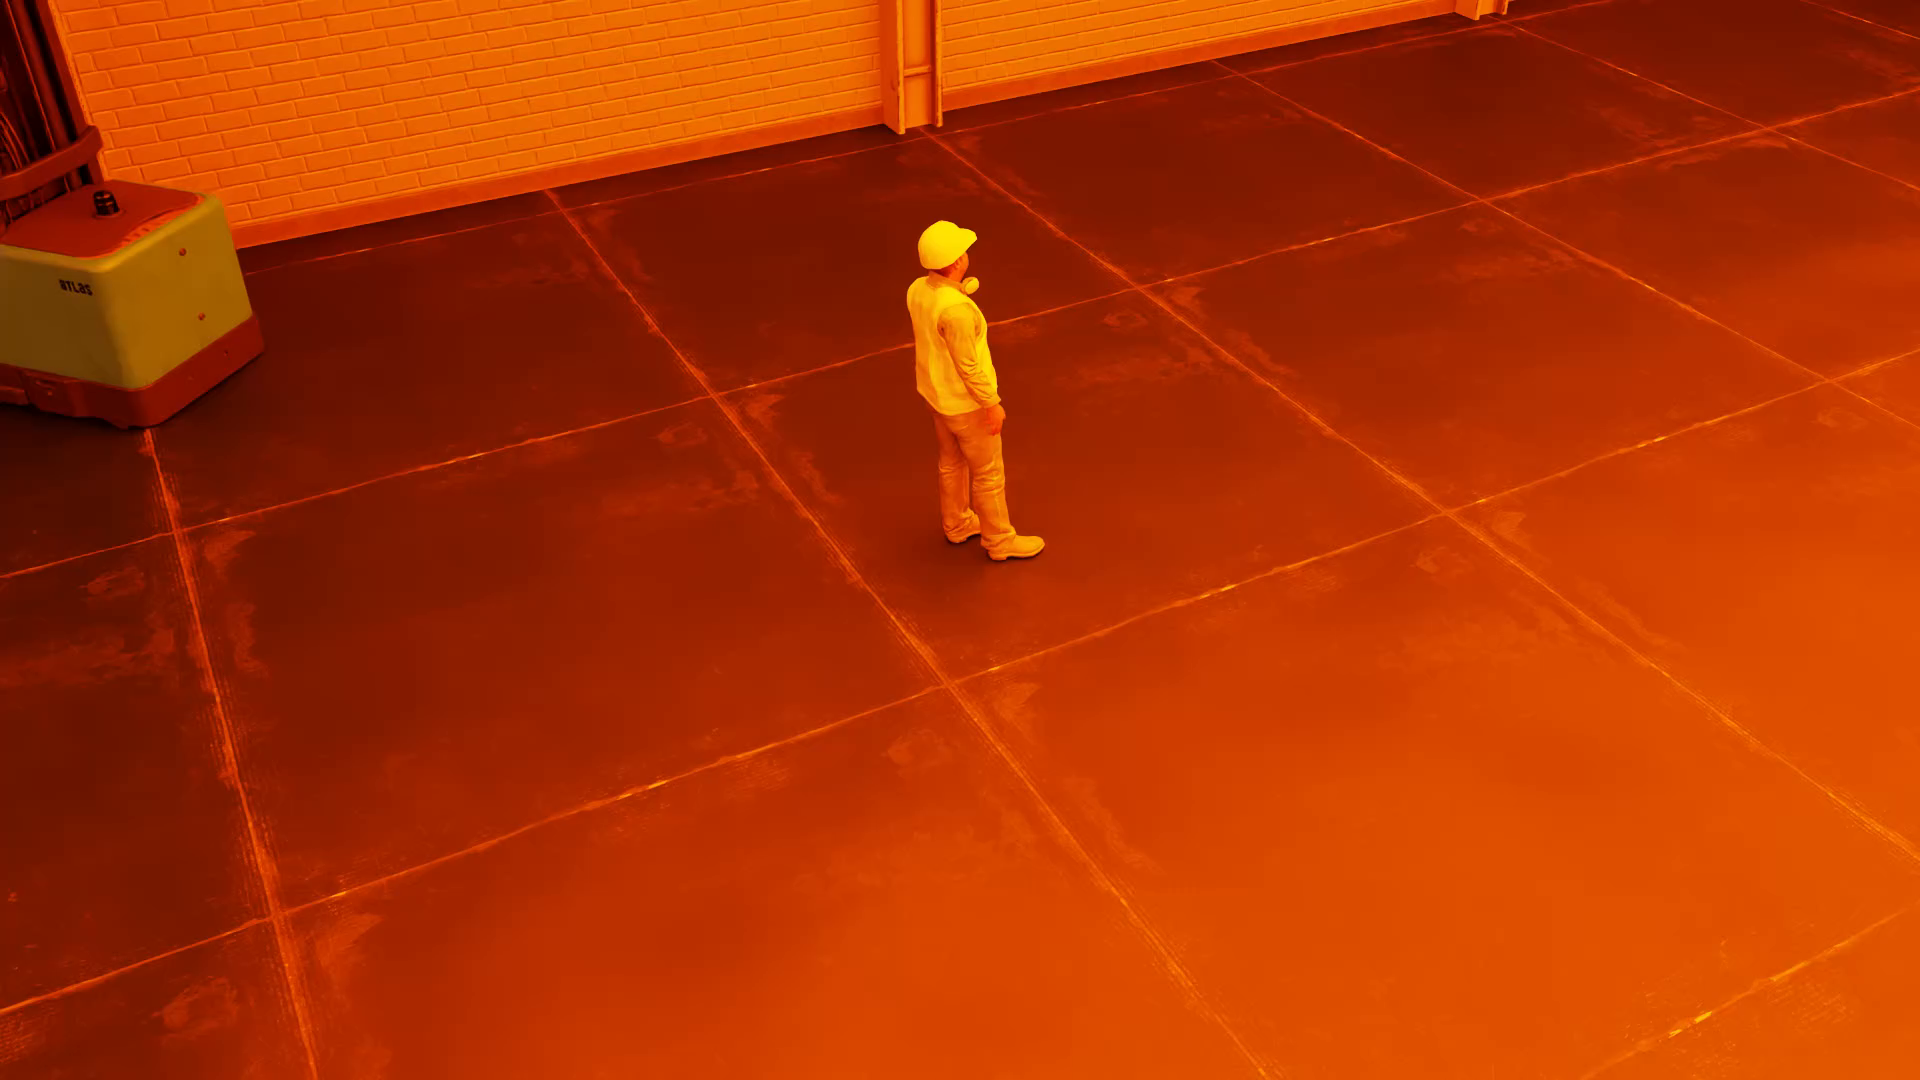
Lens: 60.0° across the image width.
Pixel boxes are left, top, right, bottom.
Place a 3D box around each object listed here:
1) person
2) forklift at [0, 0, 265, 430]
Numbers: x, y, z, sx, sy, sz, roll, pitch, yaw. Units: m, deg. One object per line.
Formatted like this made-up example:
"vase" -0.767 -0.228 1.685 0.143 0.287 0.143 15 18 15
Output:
"person" 0.059 -0.744 8.165 0.566 1.775 0.634 -17 39 -23
"forklift" -5.833 -2.337 9.429 3.031 2.935 1.130 11 37 16
